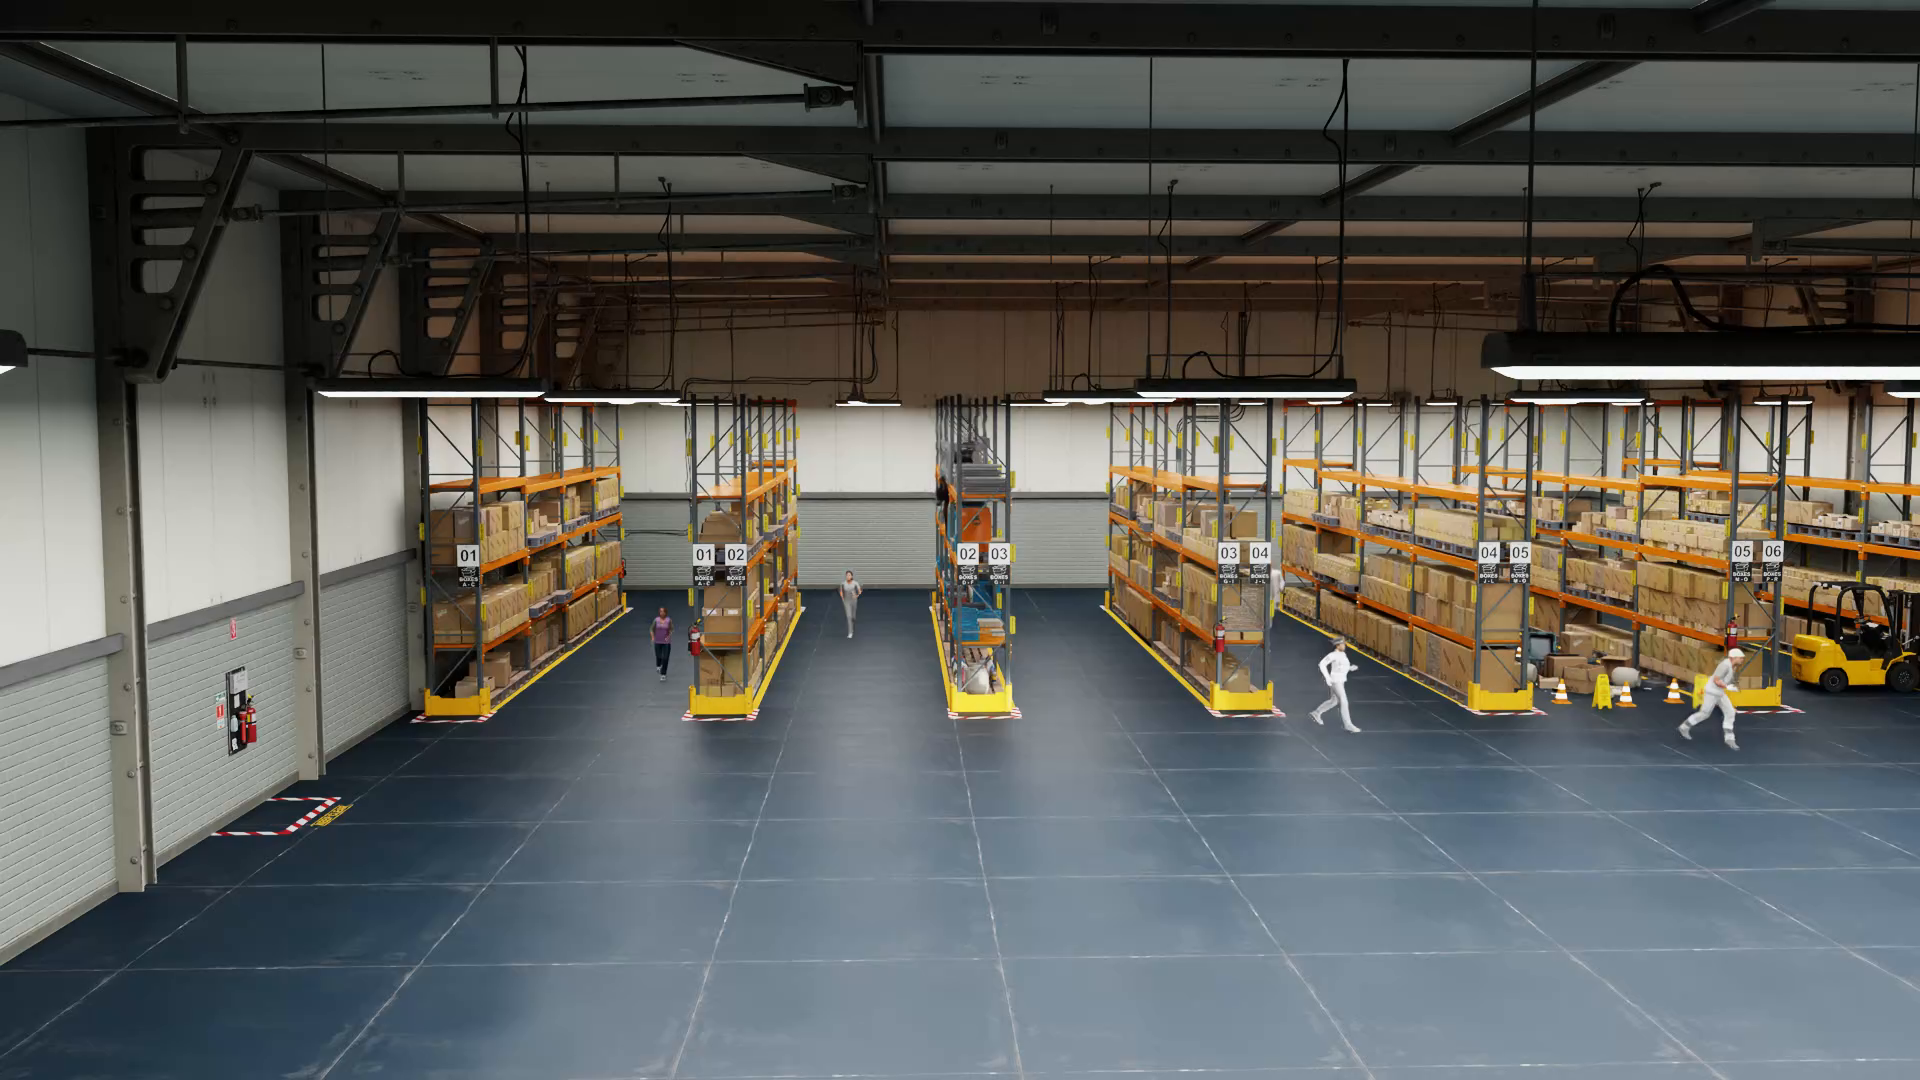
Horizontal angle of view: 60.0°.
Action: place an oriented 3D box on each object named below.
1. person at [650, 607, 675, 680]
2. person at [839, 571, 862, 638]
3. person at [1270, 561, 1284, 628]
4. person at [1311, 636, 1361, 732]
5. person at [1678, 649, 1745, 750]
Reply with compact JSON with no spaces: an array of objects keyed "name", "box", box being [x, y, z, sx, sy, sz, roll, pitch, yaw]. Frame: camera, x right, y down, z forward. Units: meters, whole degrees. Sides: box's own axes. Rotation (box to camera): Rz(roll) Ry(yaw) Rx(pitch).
[{"name":"person","box":[-6.280,2.233,35.092,0.531,1.467,0.539,-1,5,-10]},{"name":"person","box":[-2.762,1.608,41.901,0.563,1.666,0.801,0,5,-4]},{"name":"person","box":[8.174,1.419,43.764,0.708,1.751,0.646,0,5,5]},{"name":"person","box":[6.673,2.528,29.507,0.942,1.684,0.608,3,5,34]},{"name":"person","box":[12.790,2.670,28.290,1.060,1.731,0.703,4,6,38]}]
